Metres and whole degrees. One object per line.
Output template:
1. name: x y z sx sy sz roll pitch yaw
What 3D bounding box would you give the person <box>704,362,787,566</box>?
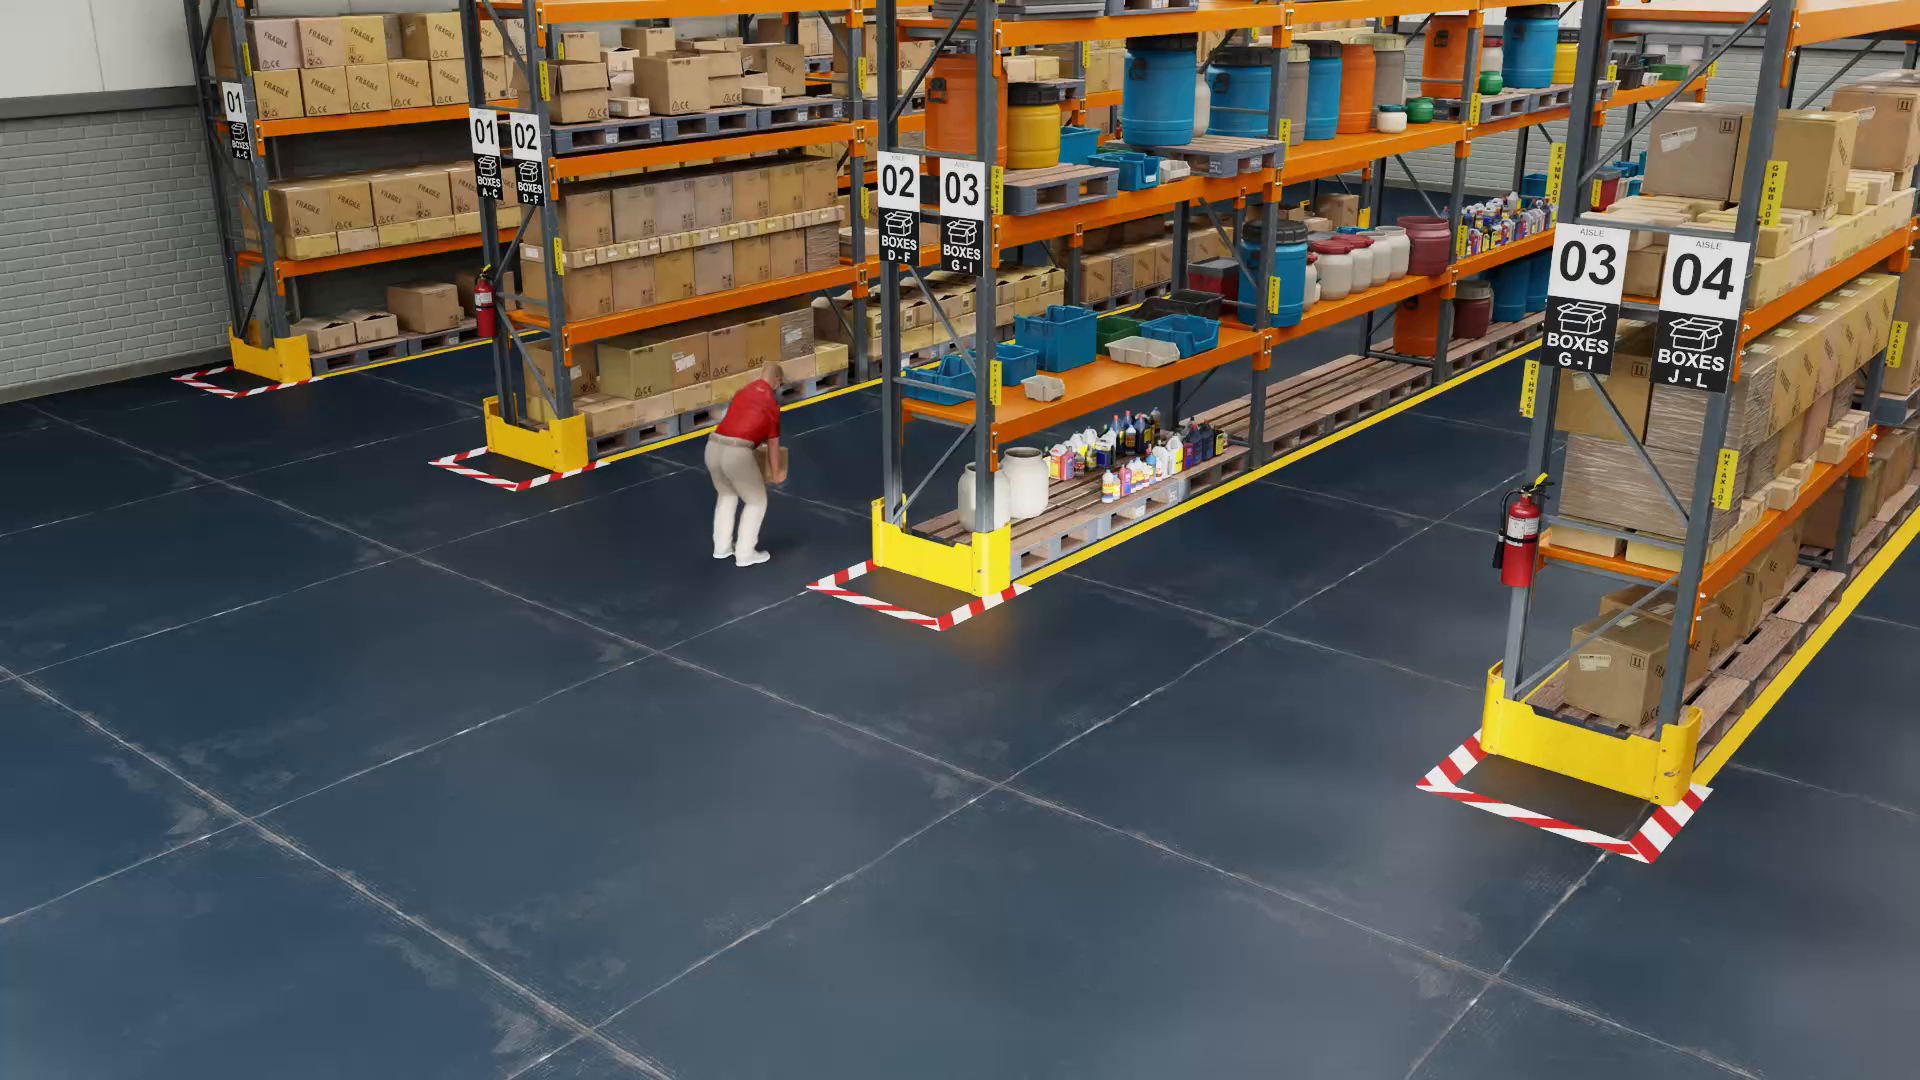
1. person: -1.645 -0.604 13.083 0.475 1.509 0.779 15 25 35
